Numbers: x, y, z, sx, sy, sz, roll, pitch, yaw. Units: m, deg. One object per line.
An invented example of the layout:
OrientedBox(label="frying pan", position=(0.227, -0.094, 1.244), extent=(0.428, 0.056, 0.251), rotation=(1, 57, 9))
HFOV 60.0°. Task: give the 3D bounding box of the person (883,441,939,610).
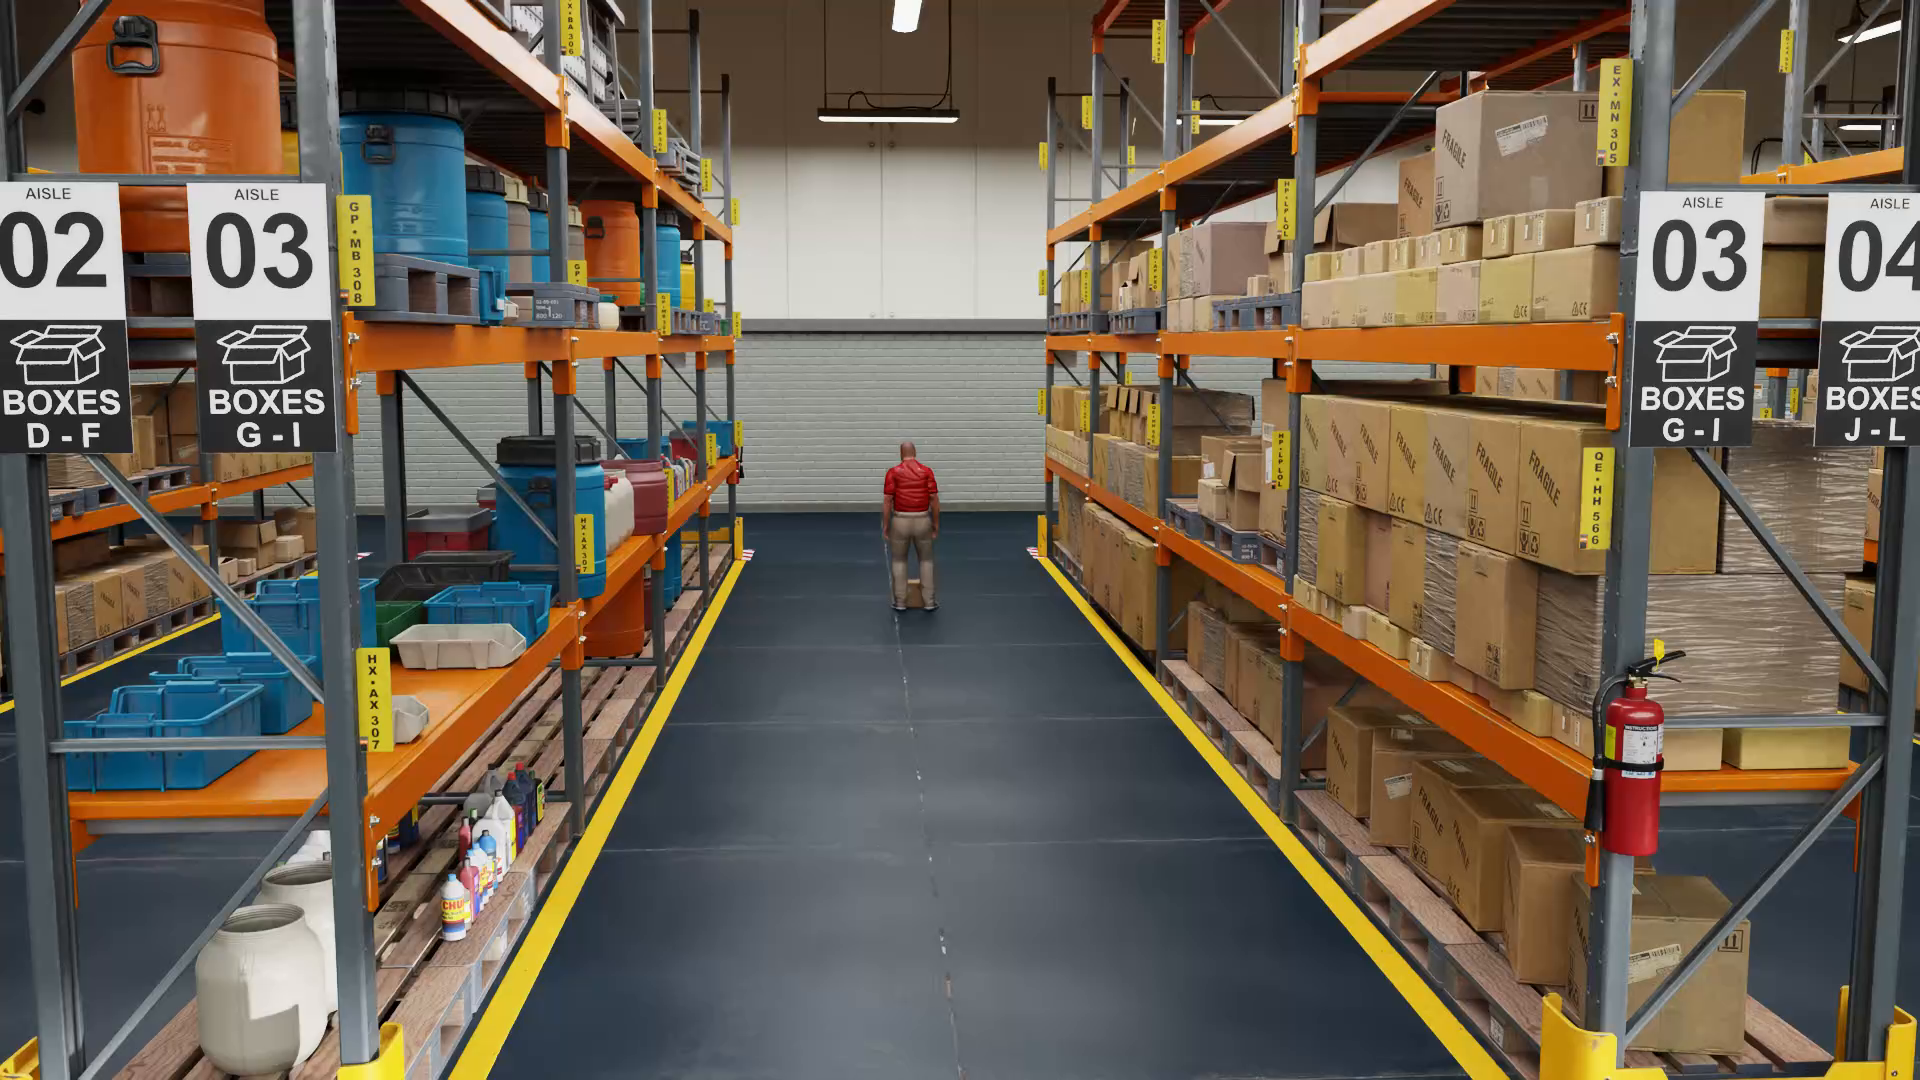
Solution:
OrientedBox(label="person", position=(-0.499, -0.144, 17.014), extent=(0.591, 1.725, 0.393), rotation=(-1, 7, -6))
